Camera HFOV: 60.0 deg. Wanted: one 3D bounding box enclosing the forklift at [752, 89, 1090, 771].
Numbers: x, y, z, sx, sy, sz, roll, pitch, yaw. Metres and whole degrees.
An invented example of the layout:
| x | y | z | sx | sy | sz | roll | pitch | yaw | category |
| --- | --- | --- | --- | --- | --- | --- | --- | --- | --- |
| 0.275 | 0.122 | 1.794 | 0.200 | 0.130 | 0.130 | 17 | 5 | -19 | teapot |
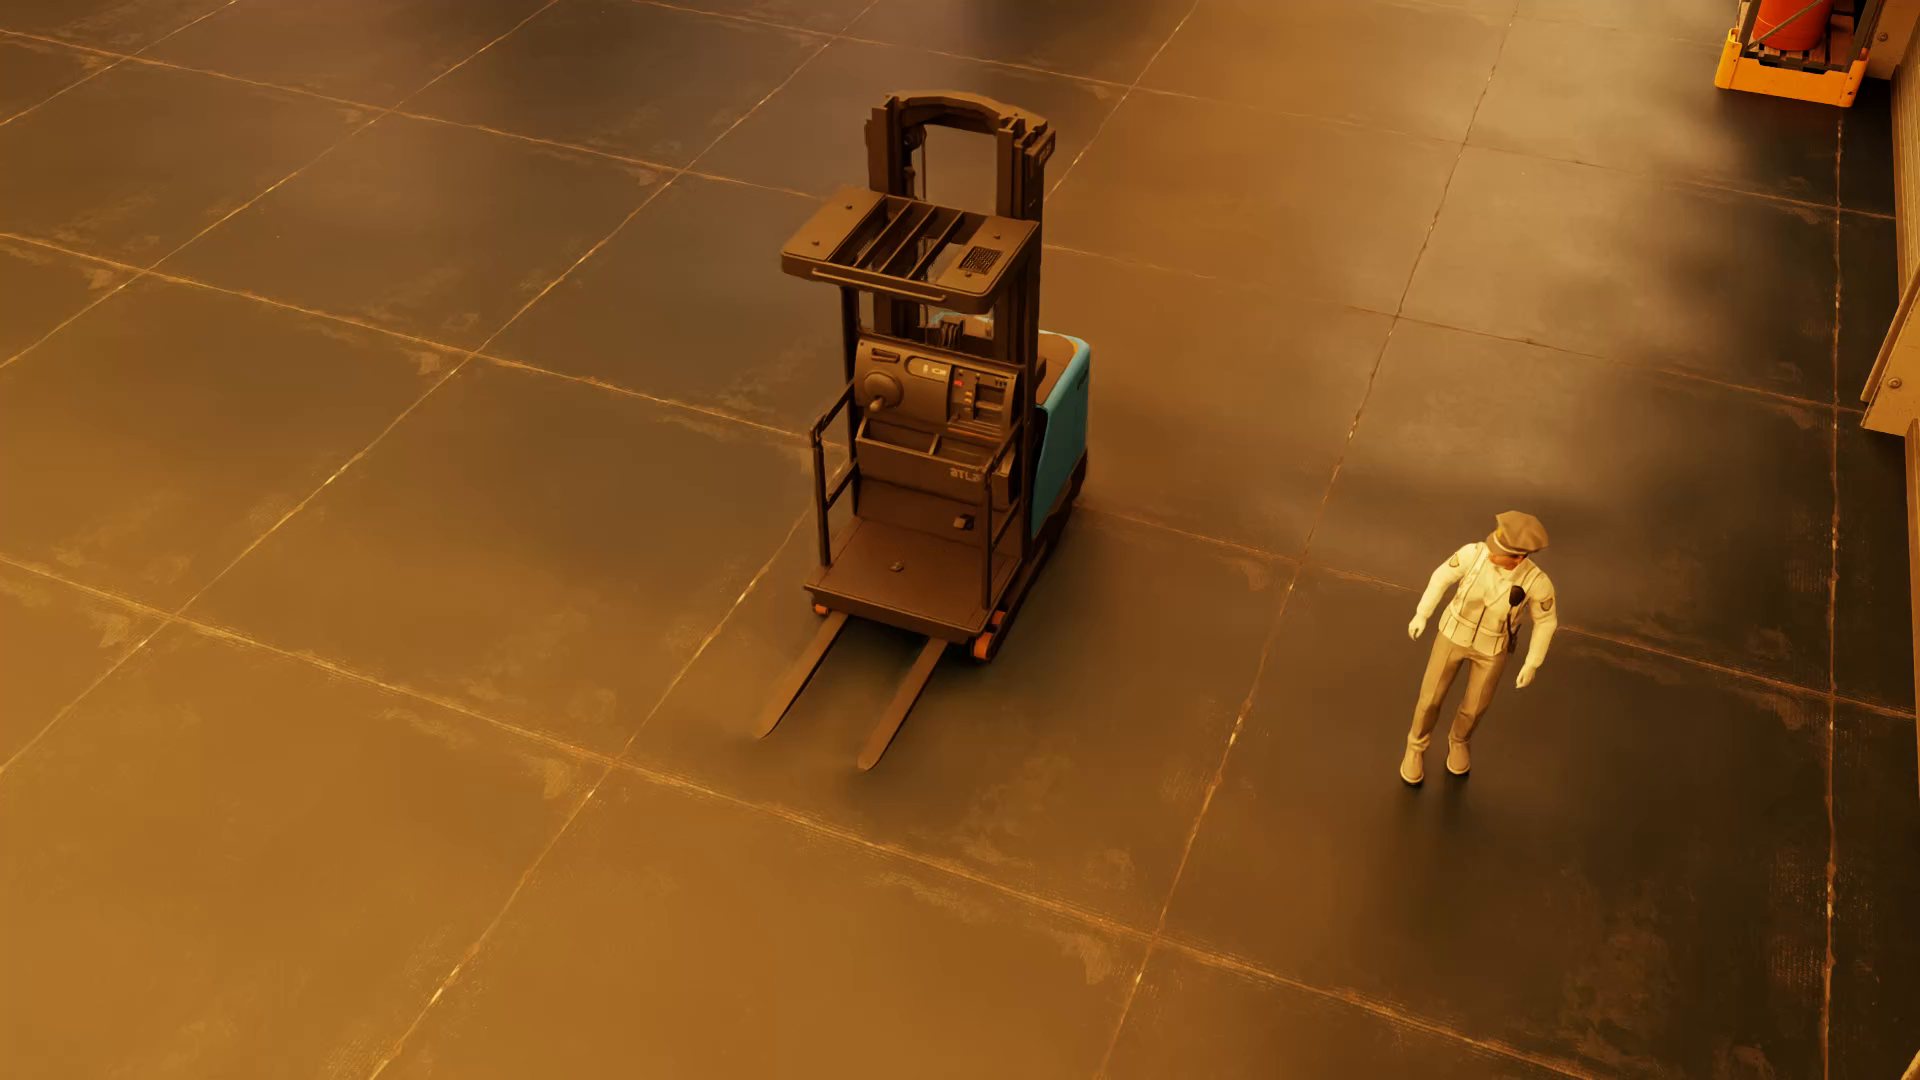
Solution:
| x | y | z | sx | sy | sz | roll | pitch | yaw | category |
| --- | --- | --- | --- | --- | --- | --- | --- | --- | --- |
| -0.216 | -0.750 | 8.902 | 1.130 | 2.935 | 3.031 | 14 | 42 | 17 | forklift |

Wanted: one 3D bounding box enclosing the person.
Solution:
| x | y | z | sx | sy | sz | roll | pitch | yaw | category |
| --- | --- | --- | --- | --- | --- | --- | --- | --- | --- |
| 2.577 | 0.557 | 8.334 | 0.677 | 1.660 | 0.451 | 17 | 43 | 19 | person |
